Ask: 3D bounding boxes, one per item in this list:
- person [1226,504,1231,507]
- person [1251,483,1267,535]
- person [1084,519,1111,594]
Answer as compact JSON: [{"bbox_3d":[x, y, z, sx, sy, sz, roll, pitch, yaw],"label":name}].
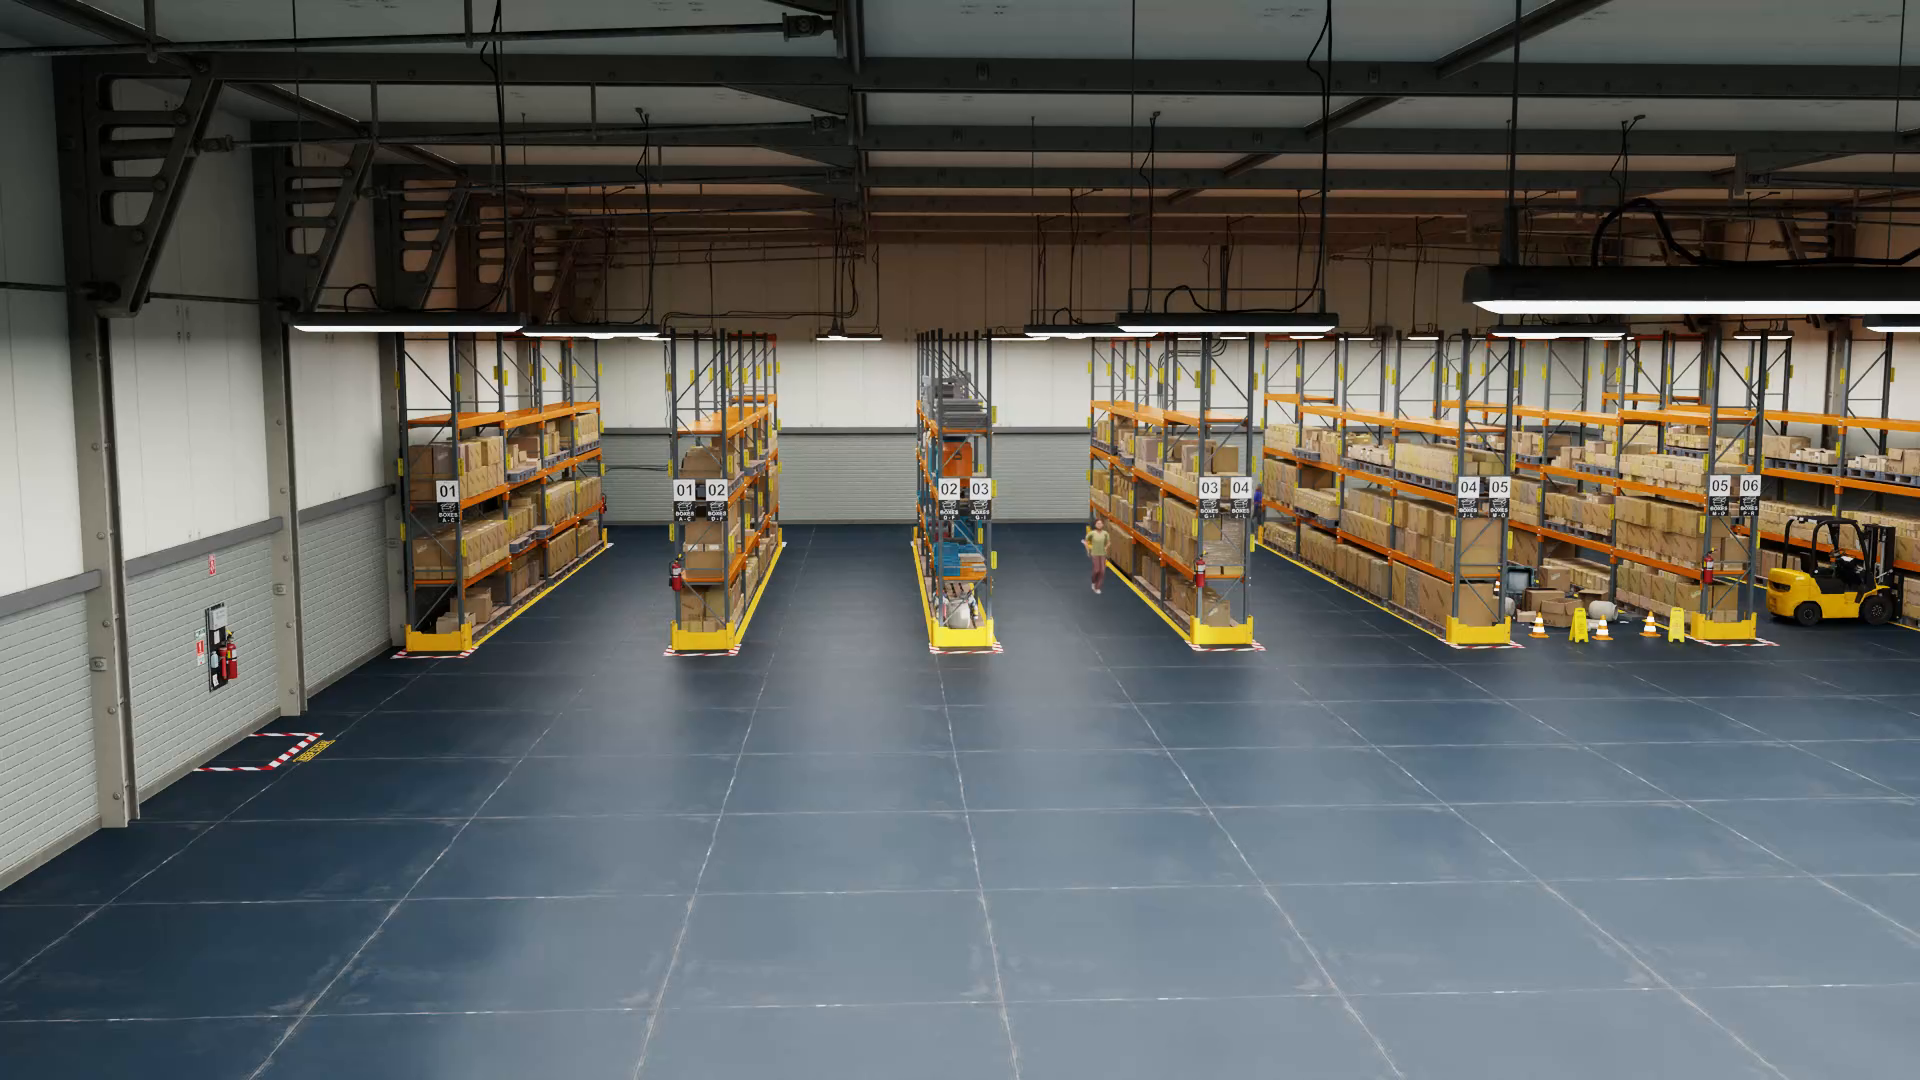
[{"bbox_3d":[7.813,-0.867,48.734,0.884,1.705,0.712,-5,8,-36],"label":"person"},{"bbox_3d":[8.821,-0.843,49.127,0.704,1.658,0.621,-2,7,-13],"label":"person"},{"bbox_3d":[3.026,0.357,36.260,0.578,1.641,0.505,-1,7,-9],"label":"person"}]
